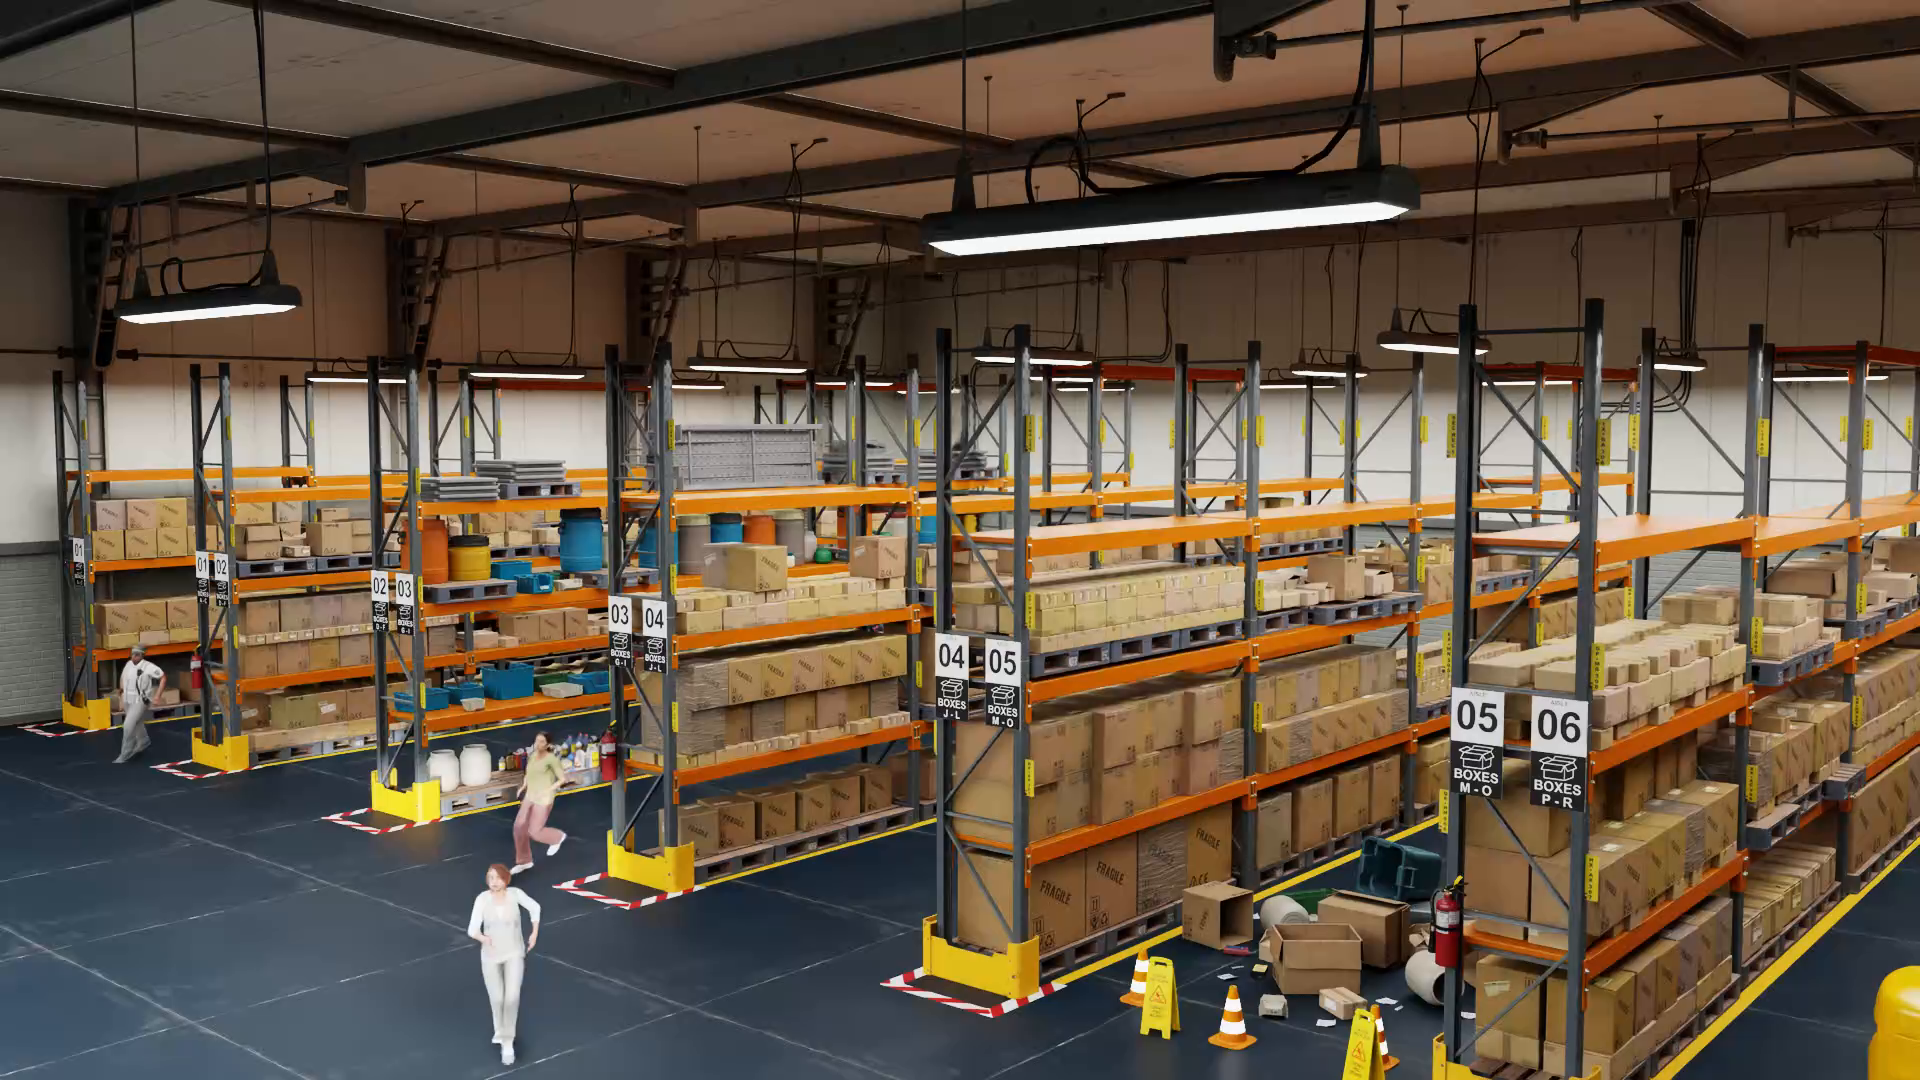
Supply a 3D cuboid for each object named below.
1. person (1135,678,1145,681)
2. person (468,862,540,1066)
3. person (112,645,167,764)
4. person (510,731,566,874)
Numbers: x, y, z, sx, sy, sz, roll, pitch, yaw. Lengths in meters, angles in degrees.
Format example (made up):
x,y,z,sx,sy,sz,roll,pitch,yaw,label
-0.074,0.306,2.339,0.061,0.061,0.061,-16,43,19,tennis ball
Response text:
x,y,z,sx,sy,sz,roll,pitch,yaw,label
2.496,2.650,22.790,0.688,1.839,0.810,3,5,34,person
-3.699,3.411,13.491,0.546,1.609,0.690,-1,4,-9,person
-12.483,2.472,25.264,0.750,1.815,0.786,2,4,23,person
-4.782,2.989,19.110,0.619,1.642,0.736,3,5,32,person
